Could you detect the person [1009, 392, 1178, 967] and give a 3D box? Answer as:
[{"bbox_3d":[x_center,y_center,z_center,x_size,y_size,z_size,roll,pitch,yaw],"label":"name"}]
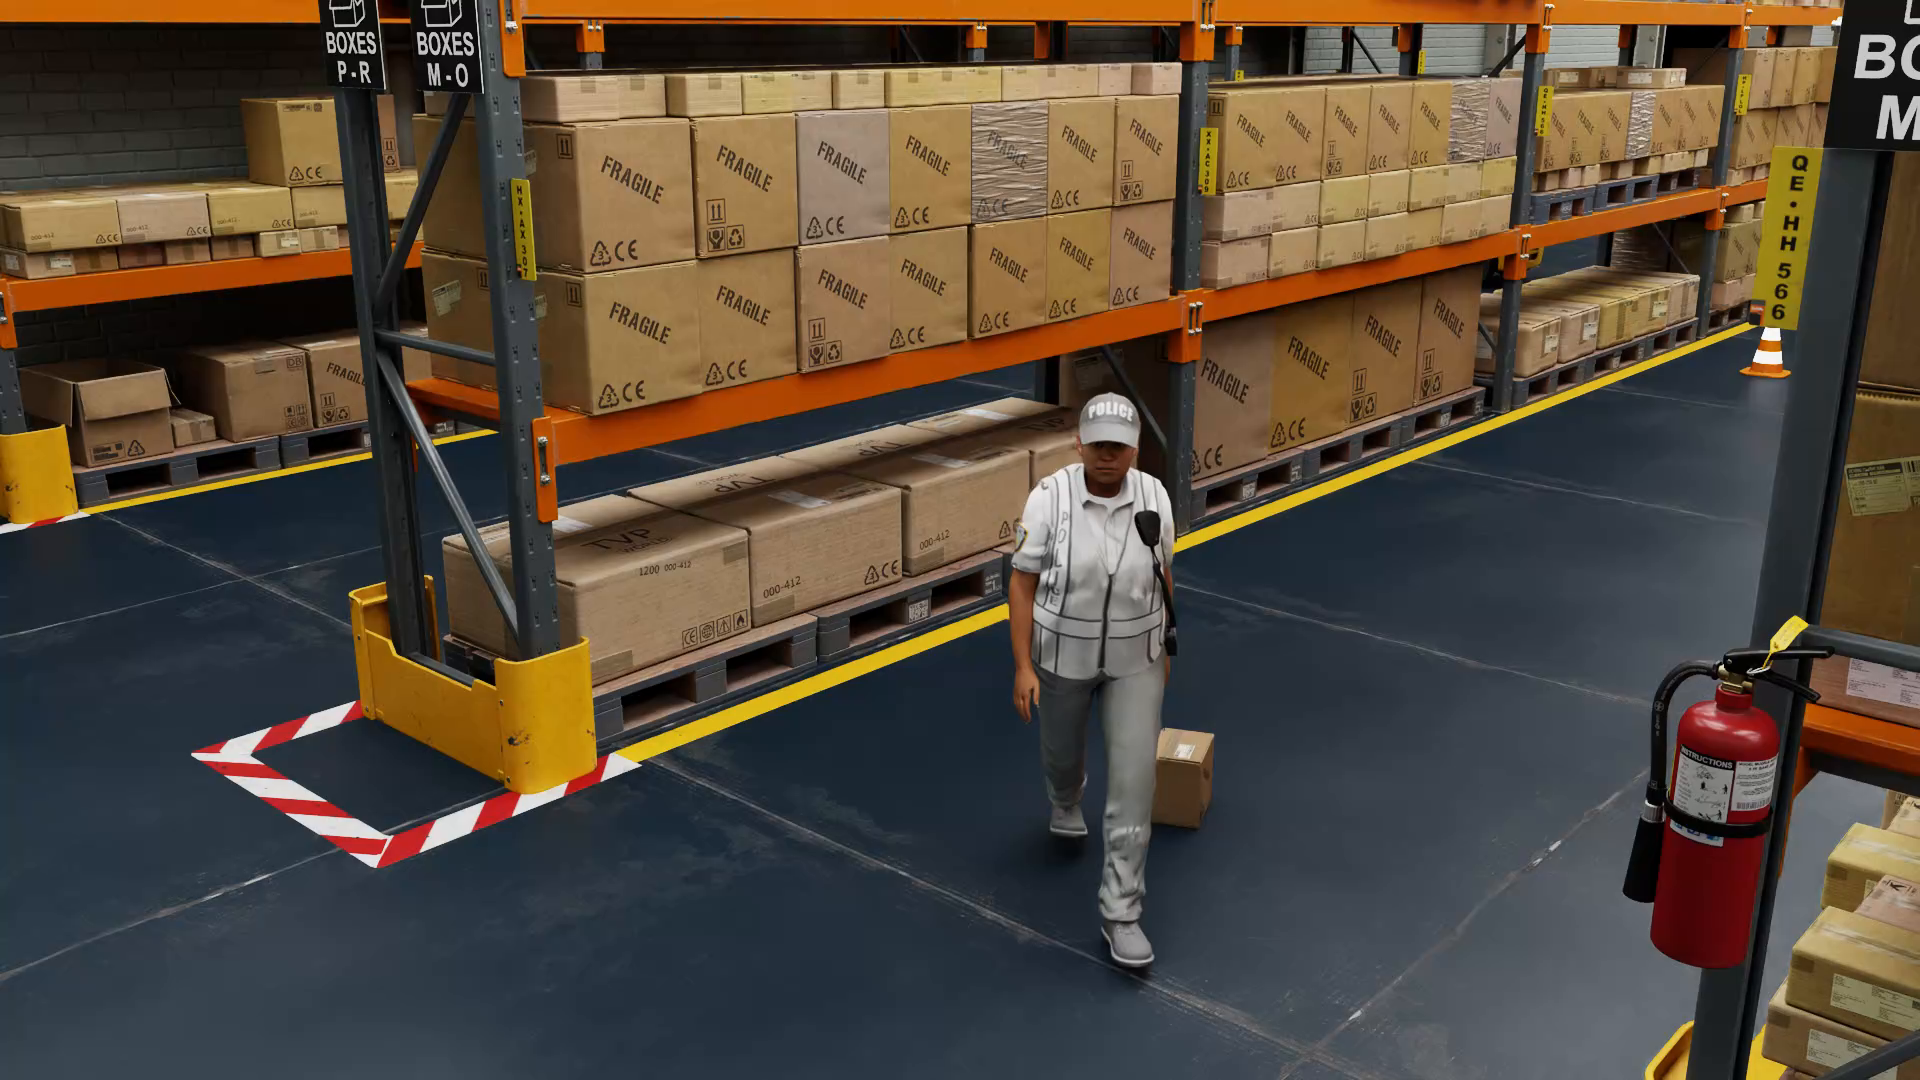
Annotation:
[{"bbox_3d":[0.395,0.336,4.968,0.504,1.609,1.019,0,17,1],"label":"person"}]
